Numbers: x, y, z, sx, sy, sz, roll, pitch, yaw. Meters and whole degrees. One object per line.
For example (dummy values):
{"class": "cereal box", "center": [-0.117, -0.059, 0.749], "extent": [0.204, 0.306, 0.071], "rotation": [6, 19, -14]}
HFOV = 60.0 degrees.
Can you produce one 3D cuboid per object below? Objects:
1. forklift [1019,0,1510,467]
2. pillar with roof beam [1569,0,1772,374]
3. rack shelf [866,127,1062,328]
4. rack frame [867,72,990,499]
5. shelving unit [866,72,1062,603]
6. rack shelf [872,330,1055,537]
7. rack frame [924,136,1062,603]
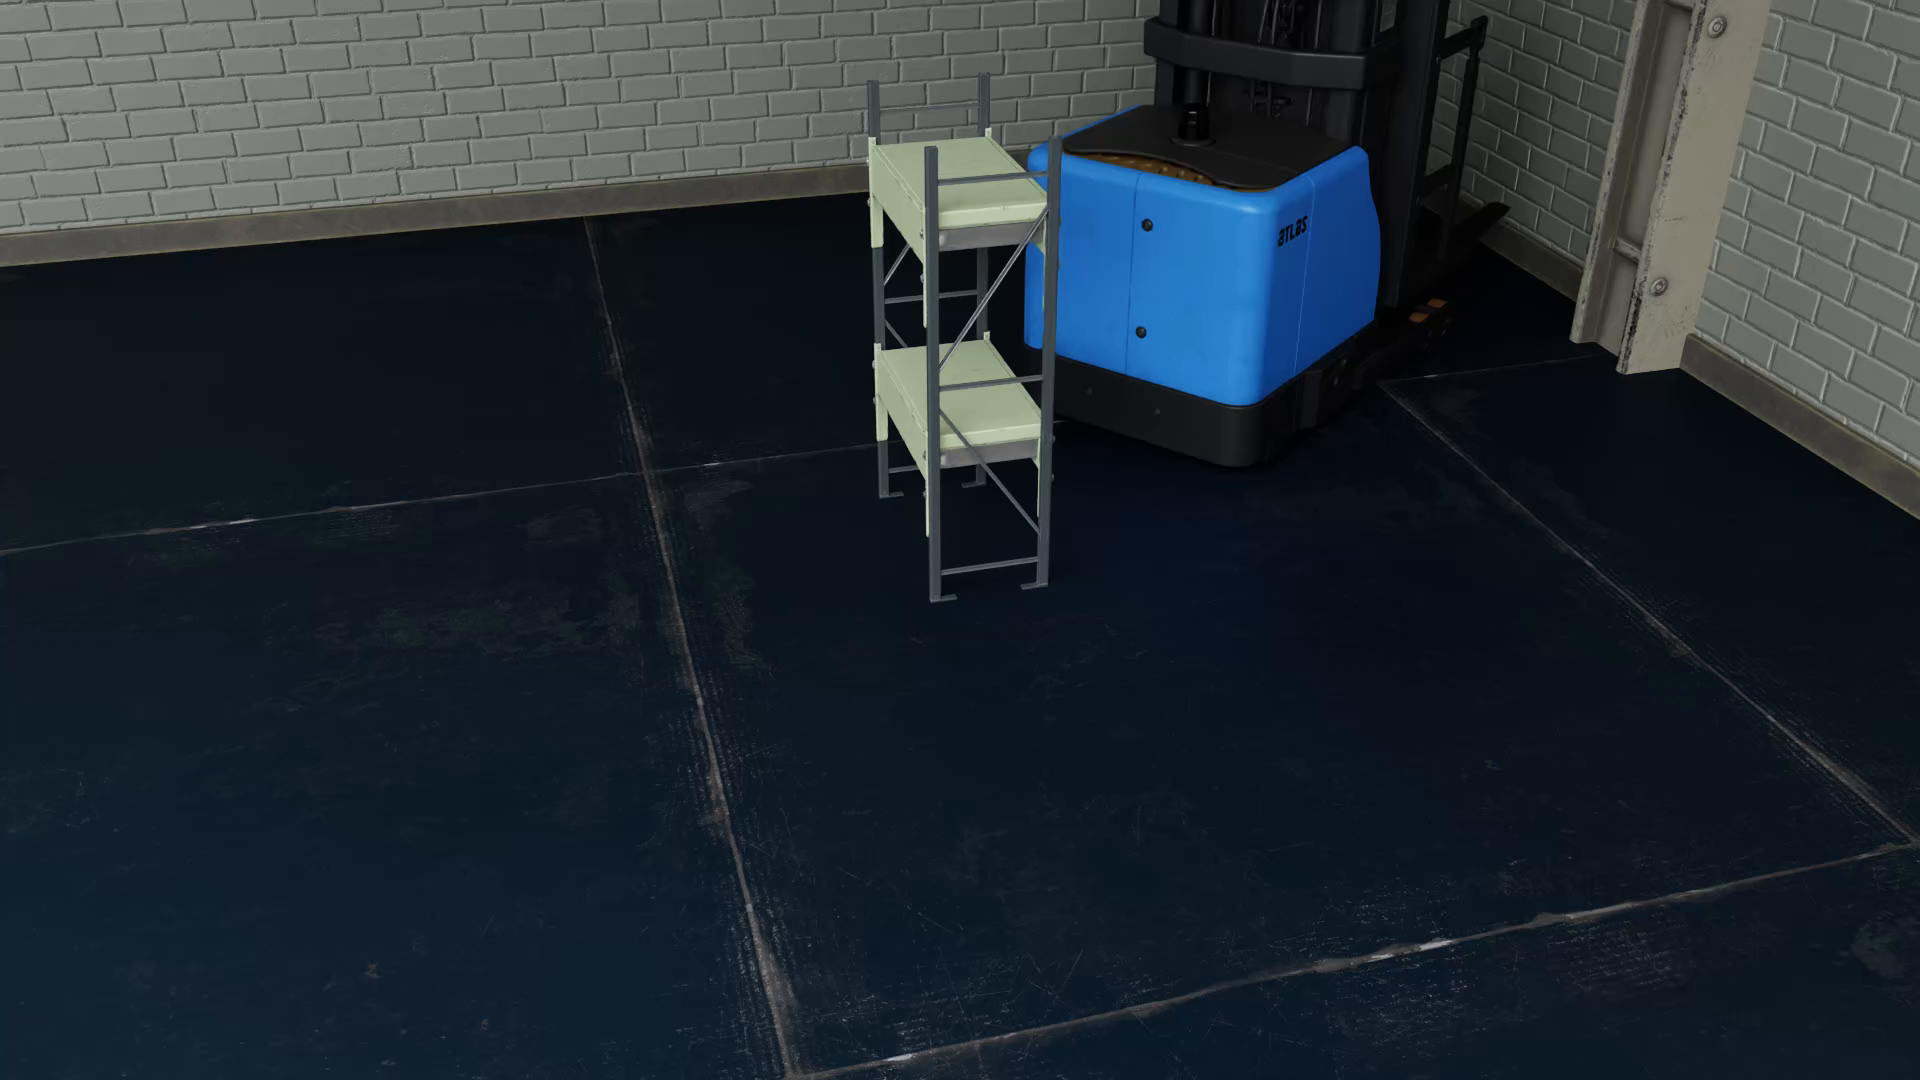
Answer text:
{"class": "forklift", "center": [1.519, -2.214, 6.649], "extent": [1.130, 2.935, 3.031], "rotation": [21, 36, 31]}
{"class": "pillar with roof beam", "center": [-1.288, -4.129, 3.901], "extent": [9.100, 9.000, 0.400], "rotation": [-8, 31, -13]}
{"class": "rack shelf", "center": [-0.002, -0.990, 5.184], "extent": [0.431, 0.370, 0.720], "rotation": [-8, 31, -13]}
{"class": "rack frame", "center": [-0.099, -0.829, 5.685], "extent": [0.400, 1.500, 0.023], "rotation": [-8, 31, -13]}
{"class": "shelving unit", "center": [-0.002, -0.652, 5.380], "extent": [0.431, 1.500, 0.755], "rotation": [-8, 31, -13]}
{"class": "rack shelf", "center": [-0.002, -0.370, 5.543], "extent": [0.431, 0.370, 0.720], "rotation": [-8, 31, -13]}
{"class": "rack frame", "center": [0.095, -0.476, 5.074], "extent": [0.400, 1.500, 0.023], "rotation": [-8, 31, -13]}
